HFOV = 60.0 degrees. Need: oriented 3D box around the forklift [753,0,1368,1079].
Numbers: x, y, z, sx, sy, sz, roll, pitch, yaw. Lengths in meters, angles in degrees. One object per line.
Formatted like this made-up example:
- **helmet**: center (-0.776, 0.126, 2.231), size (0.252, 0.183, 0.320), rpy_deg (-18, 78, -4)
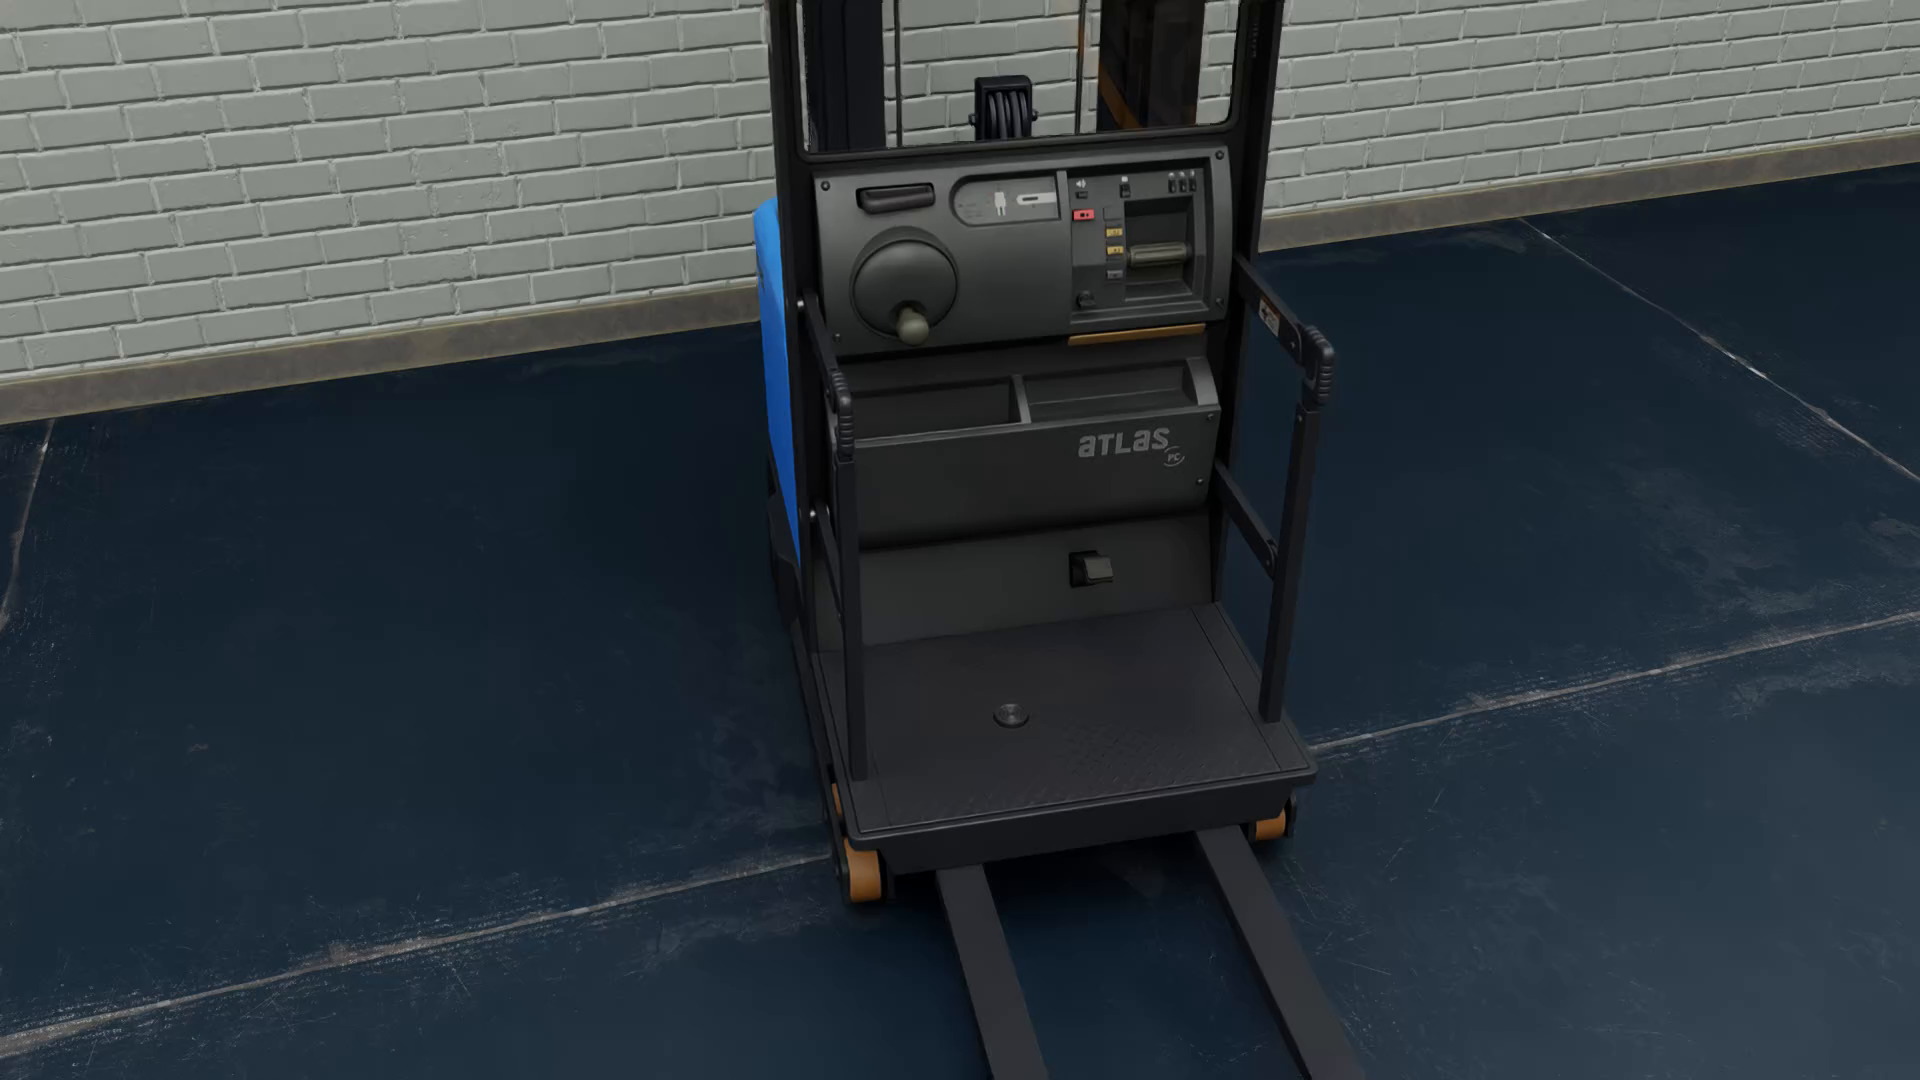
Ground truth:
- **forklift**: center (0.196, -0.589, 3.483), size (1.130, 2.935, 3.031), rpy_deg (-7, 34, -10)
